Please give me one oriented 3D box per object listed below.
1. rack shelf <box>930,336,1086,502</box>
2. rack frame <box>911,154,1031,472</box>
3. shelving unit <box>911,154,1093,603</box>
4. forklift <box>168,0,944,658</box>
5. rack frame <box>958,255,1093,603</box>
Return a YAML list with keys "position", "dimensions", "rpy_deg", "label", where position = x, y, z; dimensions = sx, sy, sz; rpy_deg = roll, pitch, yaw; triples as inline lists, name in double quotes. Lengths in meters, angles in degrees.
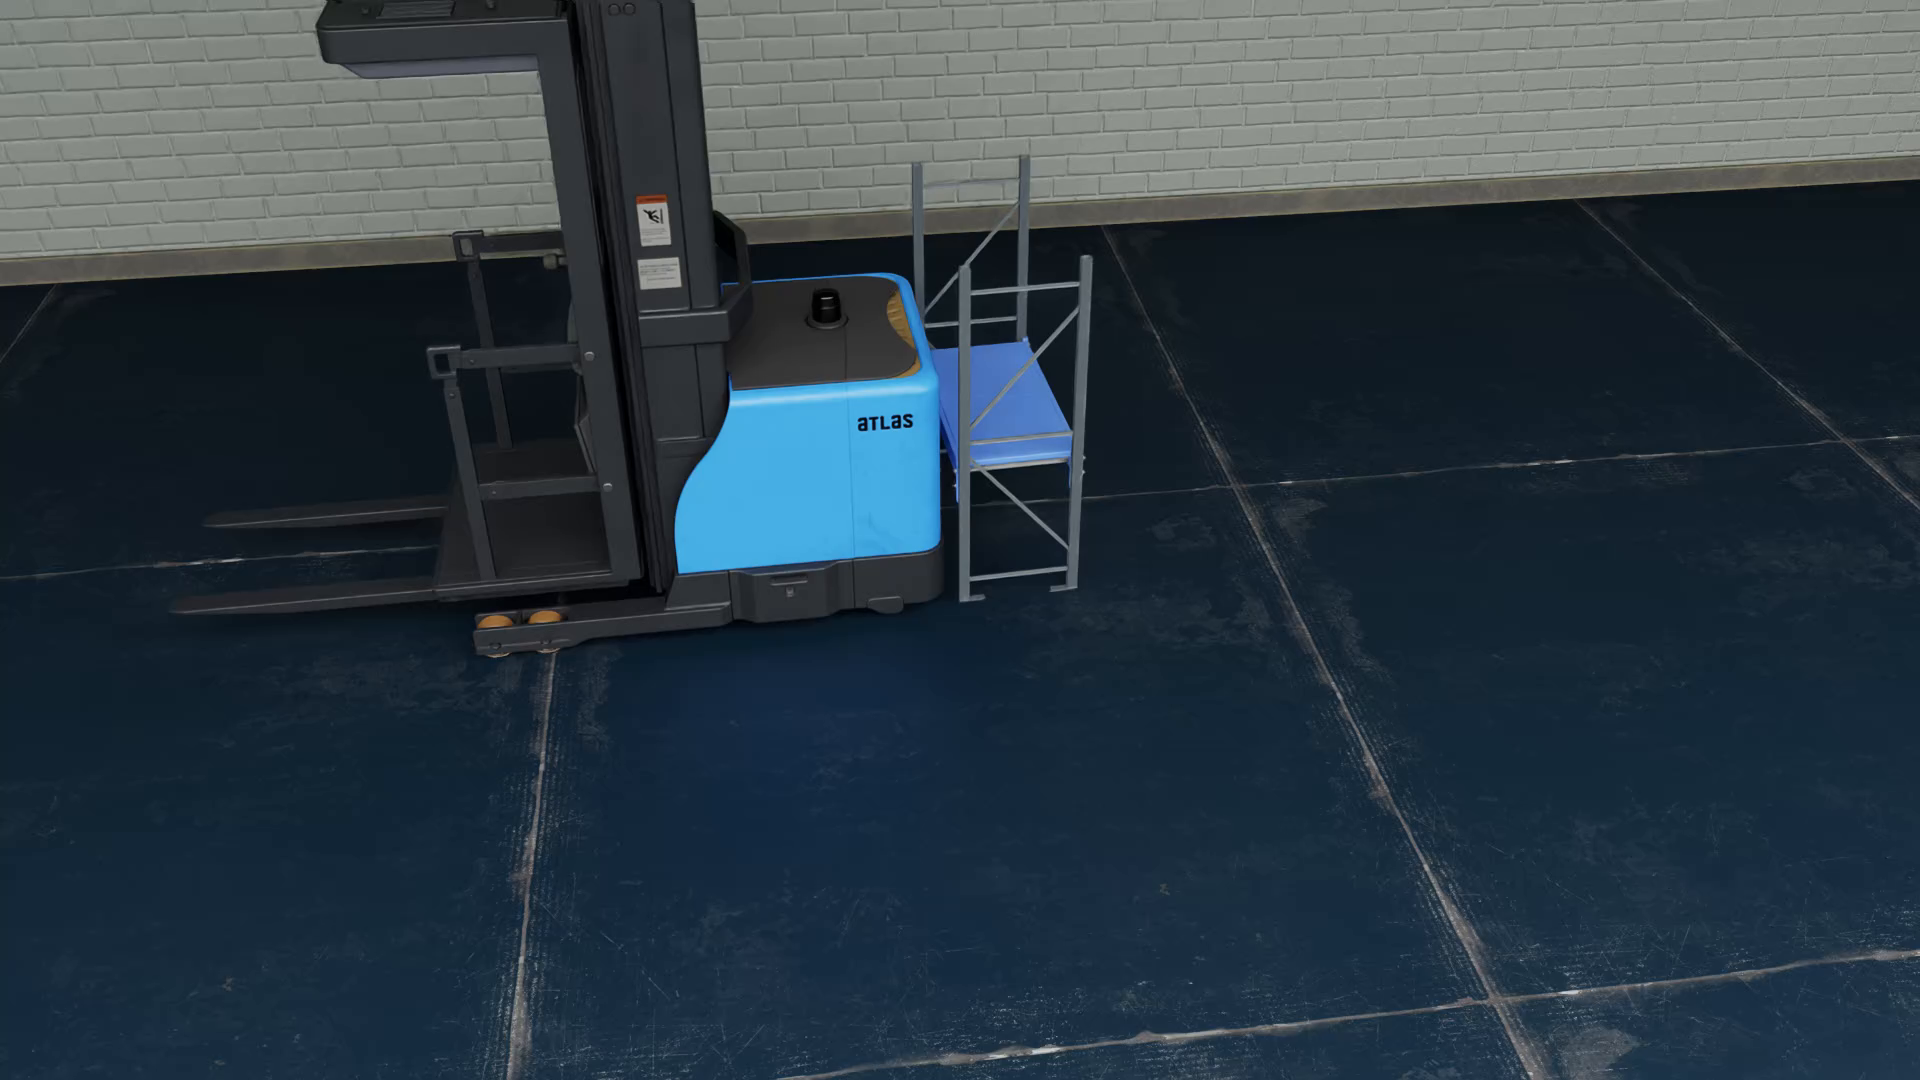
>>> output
- position: [0.144, -0.529, 7.013]
  dimensions: [0.538, 0.185, 1.000]
  rpy_deg: [-6, 35, -9]
  label: "rack shelf"
- position: [0.047, -0.958, 7.324]
  dimensions: [0.500, 1.500, 0.032]
  rpy_deg: [-6, 35, -9]
  label: "rack frame"
- position: [0.144, -0.677, 6.912]
  dimensions: [0.538, 1.500, 1.048]
  rpy_deg: [-6, 35, -9]
  label: "shelving unit"
- position: [-1.627, -1.067, 6.213]
  dimensions: [3.031, 2.935, 1.130]
  rpy_deg: [-5, 35, -7]
  label: "forklift"
- position: [0.241, -0.396, 6.500]
  dimensions: [0.500, 1.500, 0.032]
  rpy_deg: [-6, 35, -9]
  label: "rack frame"
